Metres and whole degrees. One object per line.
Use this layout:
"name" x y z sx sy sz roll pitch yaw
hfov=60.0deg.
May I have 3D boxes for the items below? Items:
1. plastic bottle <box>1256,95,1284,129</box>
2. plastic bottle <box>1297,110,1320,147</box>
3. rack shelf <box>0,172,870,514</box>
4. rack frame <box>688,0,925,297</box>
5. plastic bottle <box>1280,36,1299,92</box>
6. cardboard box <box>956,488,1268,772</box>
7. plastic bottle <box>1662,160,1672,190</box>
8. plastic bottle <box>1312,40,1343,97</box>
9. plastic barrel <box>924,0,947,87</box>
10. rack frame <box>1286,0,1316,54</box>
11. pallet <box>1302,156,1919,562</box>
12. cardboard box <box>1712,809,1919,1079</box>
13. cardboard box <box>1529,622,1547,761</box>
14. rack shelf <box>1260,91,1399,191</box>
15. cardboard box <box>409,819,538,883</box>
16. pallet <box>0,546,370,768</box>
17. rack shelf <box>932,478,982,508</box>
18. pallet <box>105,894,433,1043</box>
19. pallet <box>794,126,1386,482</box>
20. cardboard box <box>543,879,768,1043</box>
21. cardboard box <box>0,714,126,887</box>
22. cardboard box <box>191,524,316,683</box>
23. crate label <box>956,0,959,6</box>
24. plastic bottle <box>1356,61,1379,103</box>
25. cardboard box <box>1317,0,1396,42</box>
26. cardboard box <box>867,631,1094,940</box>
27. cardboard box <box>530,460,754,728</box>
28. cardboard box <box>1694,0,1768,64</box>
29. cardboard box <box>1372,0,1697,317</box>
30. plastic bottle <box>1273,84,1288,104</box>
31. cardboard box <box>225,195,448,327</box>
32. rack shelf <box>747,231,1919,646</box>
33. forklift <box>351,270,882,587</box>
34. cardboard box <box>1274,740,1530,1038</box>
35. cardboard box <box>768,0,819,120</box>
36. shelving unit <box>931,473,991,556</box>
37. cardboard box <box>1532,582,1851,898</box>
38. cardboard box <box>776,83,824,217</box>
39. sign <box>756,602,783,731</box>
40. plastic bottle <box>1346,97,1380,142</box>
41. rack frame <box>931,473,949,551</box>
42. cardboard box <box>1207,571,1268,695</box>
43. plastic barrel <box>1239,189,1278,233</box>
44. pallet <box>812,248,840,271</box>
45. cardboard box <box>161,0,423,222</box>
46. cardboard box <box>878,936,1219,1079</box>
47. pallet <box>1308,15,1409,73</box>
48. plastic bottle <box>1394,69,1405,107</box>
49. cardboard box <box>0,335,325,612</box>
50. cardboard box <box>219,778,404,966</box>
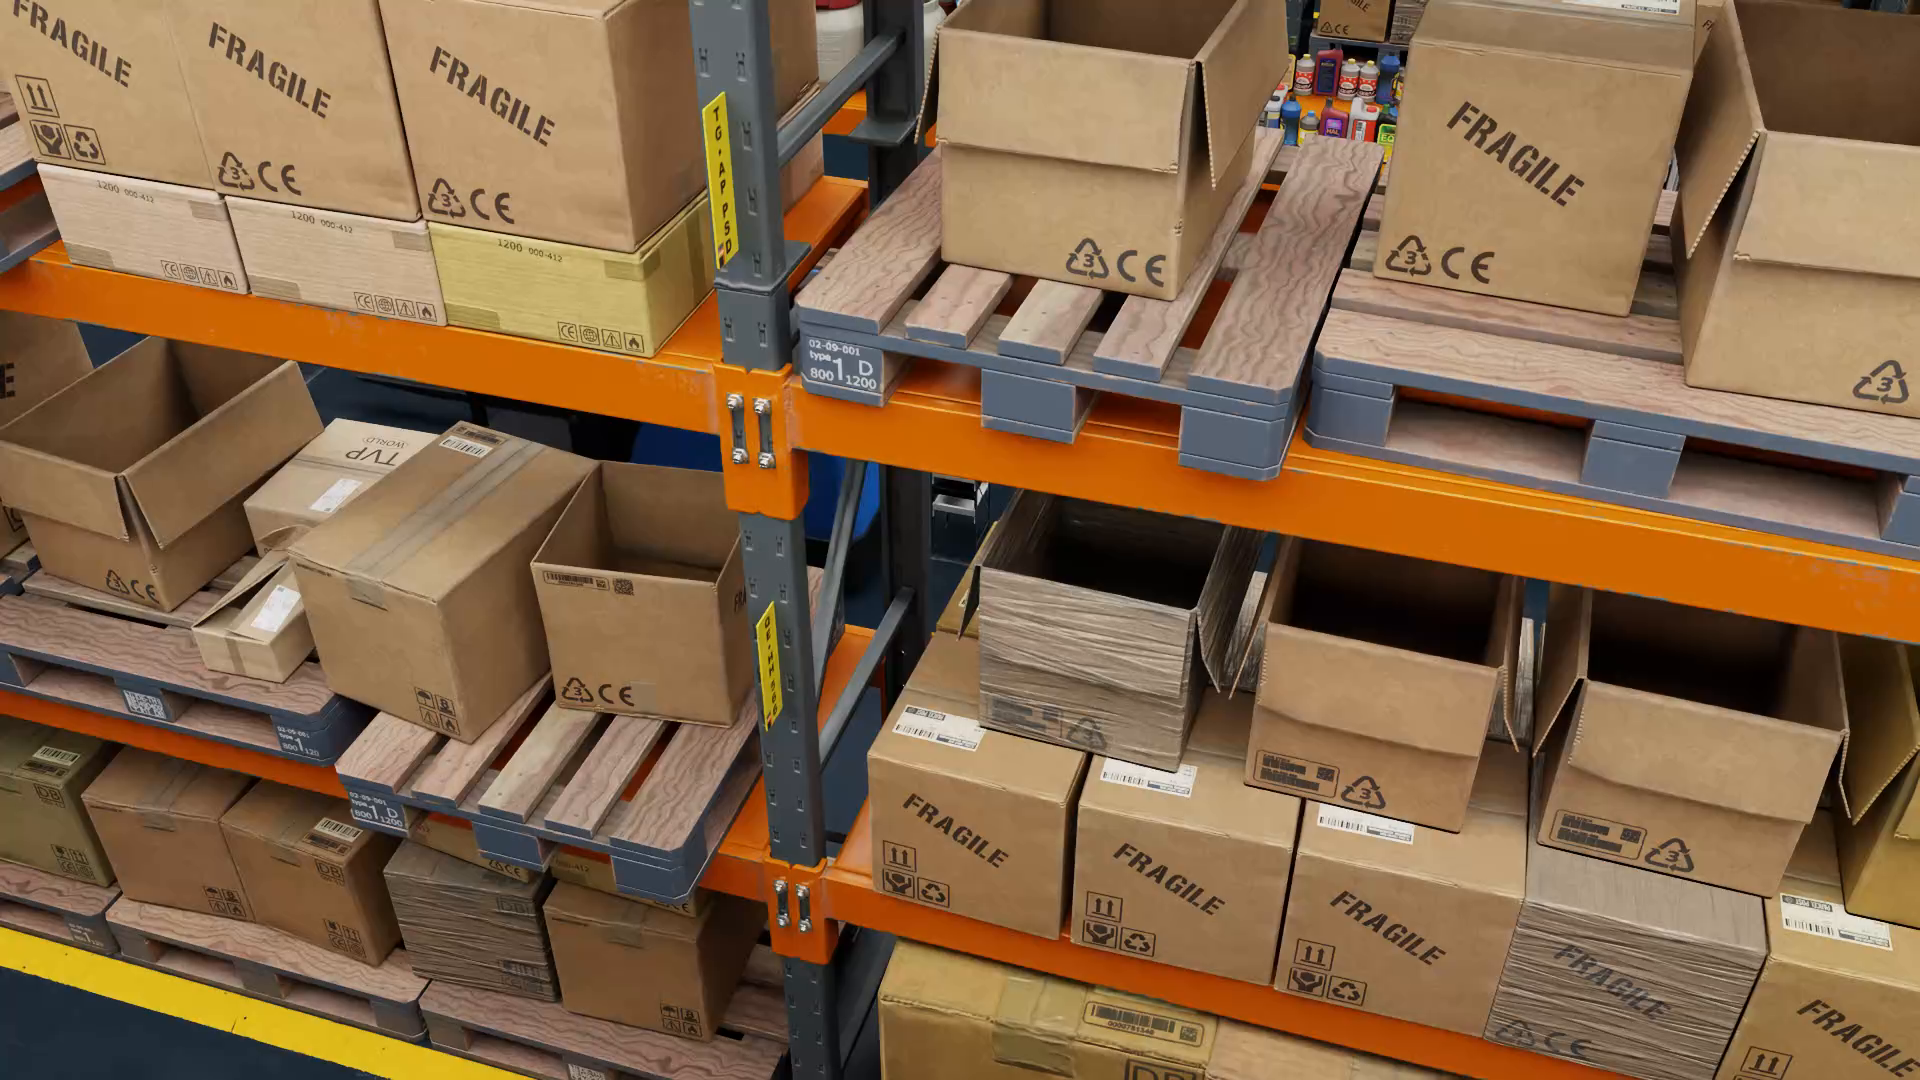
"plastic bottle" 1.501 -2.069 8.136 0.135 0.276 0.152 10 38 14
"plastic bottle" 1.697 -1.986 8.085 0.097 0.201 0.097 0 36 0
"rack shelf" -2.201 -0.848 4.448 4.000 0.370 1.077 10 38 14
"rack frame" -0.292 -1.992 2.865 0.127 3.000 1.000 10 38 14
"plastic bottle" 1.698 -2.501 8.717 0.133 0.283 0.061 10 38 14
"cardboard box" 0.401 0.118 4.129 0.637 0.503 0.797 12 38 15
"plastic bottle" 3.231 -1.702 7.699 0.097 0.201 0.097 0 36 0
"plastic bottle" 1.918 -2.461 8.661 0.133 0.283 0.061 10 38 14
"plastic barrel" -0.263 -2.559 8.602 0.421 0.512 0.421 0 36 0
"rack frame" 2.665 -5.181 12.258 0.127 3.000 1.000 10 38 14
"pallet" 1.407 -0.428 3.430 1.213 0.211 1.003 12 38 16
"cardboard box" 2.027 0.983 3.800 0.500 0.500 0.500 10 38 13
"cardboard box" 1.709 0.602 4.317 0.500 0.500 0.500 11 38 15
"rack shelf" 3.094 -1.735 8.184 4.000 0.370 1.077 10 38 14
"cardboard box" -1.450 0.762 5.289 0.500 0.250 0.500 15 39 19
"pallet" -2.194 0.174 5.144 1.213 0.211 1.003 10 38 14
"rack shelf" 0.008 -0.262 7.554 0.200 0.077 0.258 10 38 14
"pallet" -2.198 1.191 5.953 1.213 0.211 1.003 10 38 14
"pallet" 0.338 -0.624 3.697 1.003 0.211 1.213 12 38 16
"cardboard box" -0.938 1.146 5.400 0.500 0.500 0.700 9 37 11
"cardboard box" -3.081 0.762 5.922 0.500 0.500 0.700 10 38 14
"cardboard box" -1.964 0.167 4.752 0.258 0.266 0.396 9 37 13
"crate label" 0.317 -2.721 8.887 0.616 0.435 0.502 10 38 14
"plastic bottle" 2.116 -2.380 8.620 0.097 0.201 0.097 0 36 0
"cardboard box" 3.015 -4.109 12.540 0.500 0.500 0.500 12 38 16
"cardboard box" 0.091 0.623 4.288 0.500 0.500 0.500 12 38 15
"cardboard box" -0.820 0.142 4.588 0.500 0.500 0.500 6 37 8
"cardboard box" 5.457 -3.661 11.931 0.500 0.500 0.500 11 38 14
"cardboard box" 1.162 -0.824 3.370 0.500 0.500 0.500 12 38 16
"plastic bottle" 1.547 -2.155 8.252 0.135 0.276 0.152 10 38 14
"cardboard box" -1.297 -0.749 3.833 0.500 0.250 0.500 10 38 14
"rack shelf" 1.617 -0.141 3.487 4.000 0.370 1.077 10 38 14
"forklift" -1.747 -1.445 7.241 3.031 2.935 1.130 10 37 13
"cardboard box" 1.074 0.802 4.046 0.500 0.500 0.500 10 37 13
"cardboard box" -0.664 -1.254 3.887 0.500 0.500 0.500 11 38 14
"shelving unit" 0.008 -0.361 7.481 0.210 0.900 0.258 10 38 14
"cardboard box" 1.664 0.350 3.814 0.637 0.503 0.797 12 38 15
"cardboard box" -0.665 -0.951 4.107 0.500 0.250 0.500 11 38 15
"sign" -0.445 0.298 3.904 0.005 0.325 0.100 10 38 14
"plastic bottle" 1.943 -1.987 8.024 0.135 0.276 0.152 10 38 14
"rack frame" -0.089 -0.379 7.506 0.006 0.900 0.240 10 38 14
"cardboard box" 0.727 0.422 4.562 0.500 0.500 0.500 10 38 13
"plastic barrel" 1.657 -1.597 8.866 0.708 0.830 0.600 10 38 14
"pallet" -0.704 -1.631 9.788 1.213 0.211 1.003 10 38 14
"cardboard box" -1.315 -1.053 3.614 0.500 0.500 0.500 10 38 14
"cardboard box" 0.360 1.244 4.967 0.875 0.875 1.225 9 37 12
"pallet" 3.367 -3.904 12.876 1.213 0.211 1.003 10 38 14
"plastic bottle" 2.302 -2.345 8.574 0.097 0.201 0.097 0 36 0
"cardboard box" -2.428 -0.240 5.104 0.637 0.503 0.797 14 39 19
"cardboard box" -2.014 0.959 5.654 0.500 0.500 0.700 14 38 18
